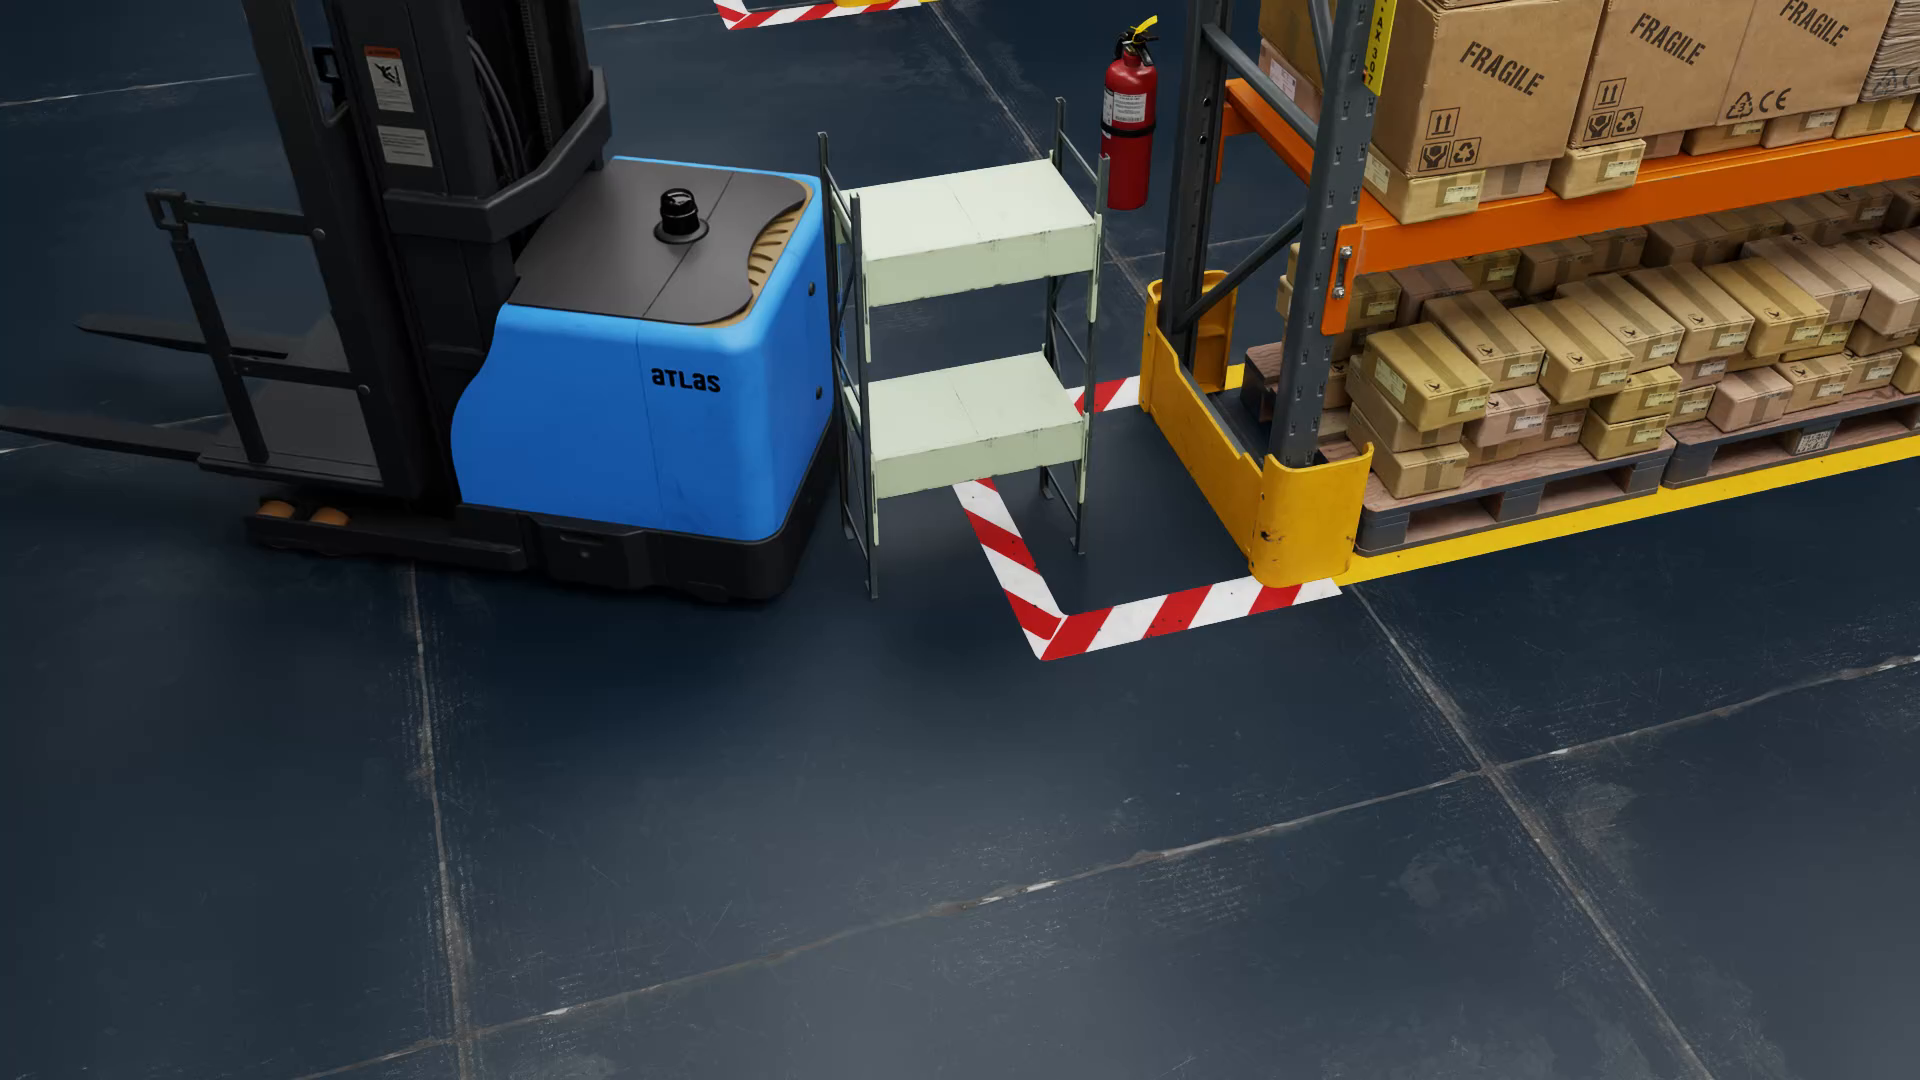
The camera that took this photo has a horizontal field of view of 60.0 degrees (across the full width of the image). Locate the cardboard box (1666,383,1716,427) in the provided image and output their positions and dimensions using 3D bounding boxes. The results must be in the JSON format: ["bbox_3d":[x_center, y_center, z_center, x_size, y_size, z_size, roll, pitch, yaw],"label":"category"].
[{"bbox_3d":[2.479,-0.578,5.980,0.250,0.149,0.380,-12,42,-13],"label":"cardboard box"}]

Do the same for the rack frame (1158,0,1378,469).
[{"bbox_3d":[0.931,-1.343,5.007,0.127,3.000,1.000,-12,42,-13],"label":"rack frame"}]

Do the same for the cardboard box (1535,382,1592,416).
[{"bbox_3d":[1.993,-0.604,5.783,0.250,0.149,0.380,-11,42,-13],"label":"cardboard box"}]

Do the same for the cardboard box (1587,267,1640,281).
[{"bbox_3d":[2.334,-1.037,6.278,0.250,0.149,0.380,-11,42,-12],"label":"cardboard box"}]

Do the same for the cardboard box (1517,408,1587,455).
[{"bbox_3d":[1.987,-0.486,5.874,0.250,0.149,0.380,-11,42,-13],"label":"cardboard box"}]

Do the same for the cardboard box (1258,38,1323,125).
[{"bbox_3d":[1.158,-1.490,5.366,0.250,0.149,0.380,-12,42,-13],"label":"cardboard box"}]

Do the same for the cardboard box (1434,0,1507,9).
[{"bbox_3d":[1.439,-1.791,4.458,0.500,0.500,0.500,-12,43,-13],"label":"cardboard box"}]

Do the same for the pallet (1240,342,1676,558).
[{"bbox_3d":[1.789,-0.446,6.100,1.213,0.211,1.003,-12,42,-13],"label":"pallet"}]

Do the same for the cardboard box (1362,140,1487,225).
[{"bbox_3d":[1.339,-1.106,4.927,0.250,0.149,0.380,-12,43,-13],"label":"cardboard box"}]

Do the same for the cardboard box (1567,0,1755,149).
[{"bbox_3d":[1.945,-1.529,4.919,0.500,0.500,0.500,-12,42,-13],"label":"cardboard box"}]

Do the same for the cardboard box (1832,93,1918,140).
[{"bbox_3d":[2.811,-1.447,5.317,0.250,0.149,0.380,-10,42,-12],"label":"cardboard box"}]

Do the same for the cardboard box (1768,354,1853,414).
[{"bbox_3d":[2.999,-0.644,6.055,0.250,0.149,0.380,-12,42,-13],"label":"cardboard box"}]

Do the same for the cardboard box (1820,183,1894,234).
[{"bbox_3d":[3.340,-1.341,6.400,0.250,0.149,0.380,-11,42,-12],"label":"cardboard box"}]

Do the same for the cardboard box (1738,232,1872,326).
[{"bbox_3d":[2.994,-0.924,5.923,0.250,0.149,0.380,-12,42,-13],"label":"cardboard box"}]

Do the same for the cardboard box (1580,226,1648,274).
[{"bbox_3d":[2.332,-1.159,6.192,0.250,0.149,0.380,-10,42,-11],"label":"cardboard box"}]

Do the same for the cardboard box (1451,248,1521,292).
[{"bbox_3d":[1.826,-1.059,6.078,0.250,0.149,0.380,-13,43,-14],"label":"cardboard box"}]

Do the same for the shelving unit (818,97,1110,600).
[{"bbox_3d":[0.006,-0.566,5.258,0.755,1.500,0.431,-12,42,-13],"label":"shelving unit"}]

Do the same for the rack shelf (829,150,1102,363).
[{"bbox_3d":[0.006,-0.860,5.001,0.720,0.370,0.431,-12,42,-13],"label":"rack shelf"}]

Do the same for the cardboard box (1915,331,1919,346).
[{"bbox_3d":[3.531,-0.892,6.113,0.250,0.149,0.380,-11,42,-12],"label":"cardboard box"}]

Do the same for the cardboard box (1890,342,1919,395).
[{"bbox_3d":[3.488,-0.722,6.144,0.250,0.149,0.380,-12,43,-13],"label":"cardboard box"}]

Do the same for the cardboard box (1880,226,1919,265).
[{"bbox_3d":[3.517,-0.965,5.970,0.250,0.149,0.380,-14,43,-15],"label":"cardboard box"}]

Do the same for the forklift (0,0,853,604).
[{"bbox_3d":[-1.960,-1.357,5.124,3.031,2.867,1.129,8,42,9],"label":"forklift"}]

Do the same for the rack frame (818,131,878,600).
[{"bbox_3d":[-0.343,-0.494,5.175,0.023,1.500,0.400,-12,42,-13],"label":"rack frame"}]

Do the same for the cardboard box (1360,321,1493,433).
[{"bbox_3d":[1.533,-0.542,5.485,0.250,0.149,0.380,-14,43,-15],"label":"cardboard box"}]

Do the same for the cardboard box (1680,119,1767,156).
[{"bbox_3d":[2.314,-1.378,5.238,0.250,0.149,0.380,-12,43,-13],"label":"cardboard box"}]

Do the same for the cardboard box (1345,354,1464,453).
[{"bbox_3d":[1.508,-0.482,5.643,0.250,0.149,0.380,-10,42,-11],"label":"cardboard box"}]

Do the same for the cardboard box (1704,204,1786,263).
[{"bbox_3d":[2.858,-1.211,6.252,0.250,0.149,0.380,-11,42,-13],"label":"cardboard box"}]

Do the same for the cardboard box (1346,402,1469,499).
[{"bbox_3d":[1.527,-0.330,5.695,0.250,0.149,0.380,-11,42,-12],"label":"cardboard box"}]

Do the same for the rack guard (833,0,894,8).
[{"bbox_3d":[-0.675,-3.483,9.357,0.348,0.500,1.175,-12,42,-13],"label":"rack guard"}]

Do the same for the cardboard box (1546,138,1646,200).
[{"bbox_3d":[1.842,-1.202,5.037,0.250,0.149,0.380,-13,43,-14],"label":"cardboard box"}]

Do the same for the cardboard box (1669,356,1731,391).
[{"bbox_3d":[2.495,-0.699,5.892,0.250,0.149,0.380,-14,43,-15],"label":"cardboard box"}]

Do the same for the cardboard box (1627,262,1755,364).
[{"bbox_3d":[2.518,-0.791,5.771,0.250,0.149,0.380,-10,42,-11],"label":"cardboard box"}]

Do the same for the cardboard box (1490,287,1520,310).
[{"bbox_3d":[1.844,-0.926,6.152,0.250,0.149,0.380,-13,43,-15],"label":"cardboard box"}]

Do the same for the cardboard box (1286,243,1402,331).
[{"bbox_3d":[1.360,-0.915,5.913,0.250,0.149,0.380,-11,42,-13],"label":"cardboard box"}]

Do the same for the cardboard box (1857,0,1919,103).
[{"bbox_3d":[2.901,-1.723,5.140,0.500,0.500,0.500,-13,43,-14],"label":"cardboard box"}]

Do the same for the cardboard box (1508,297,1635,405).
[{"bbox_3d":[2.039,-0.641,5.599,0.250,0.149,0.380,-12,43,-13],"label":"cardboard box"}]

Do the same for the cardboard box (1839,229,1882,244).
[{"bbox_3d":[3.341,-1.191,6.455,0.250,0.149,0.380,-10,42,-11],"label":"cardboard box"}]

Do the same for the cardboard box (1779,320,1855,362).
[{"bbox_3d":[3.002,-0.826,6.037,0.250,0.149,0.380,-10,42,-11],"label":"cardboard box"}]
